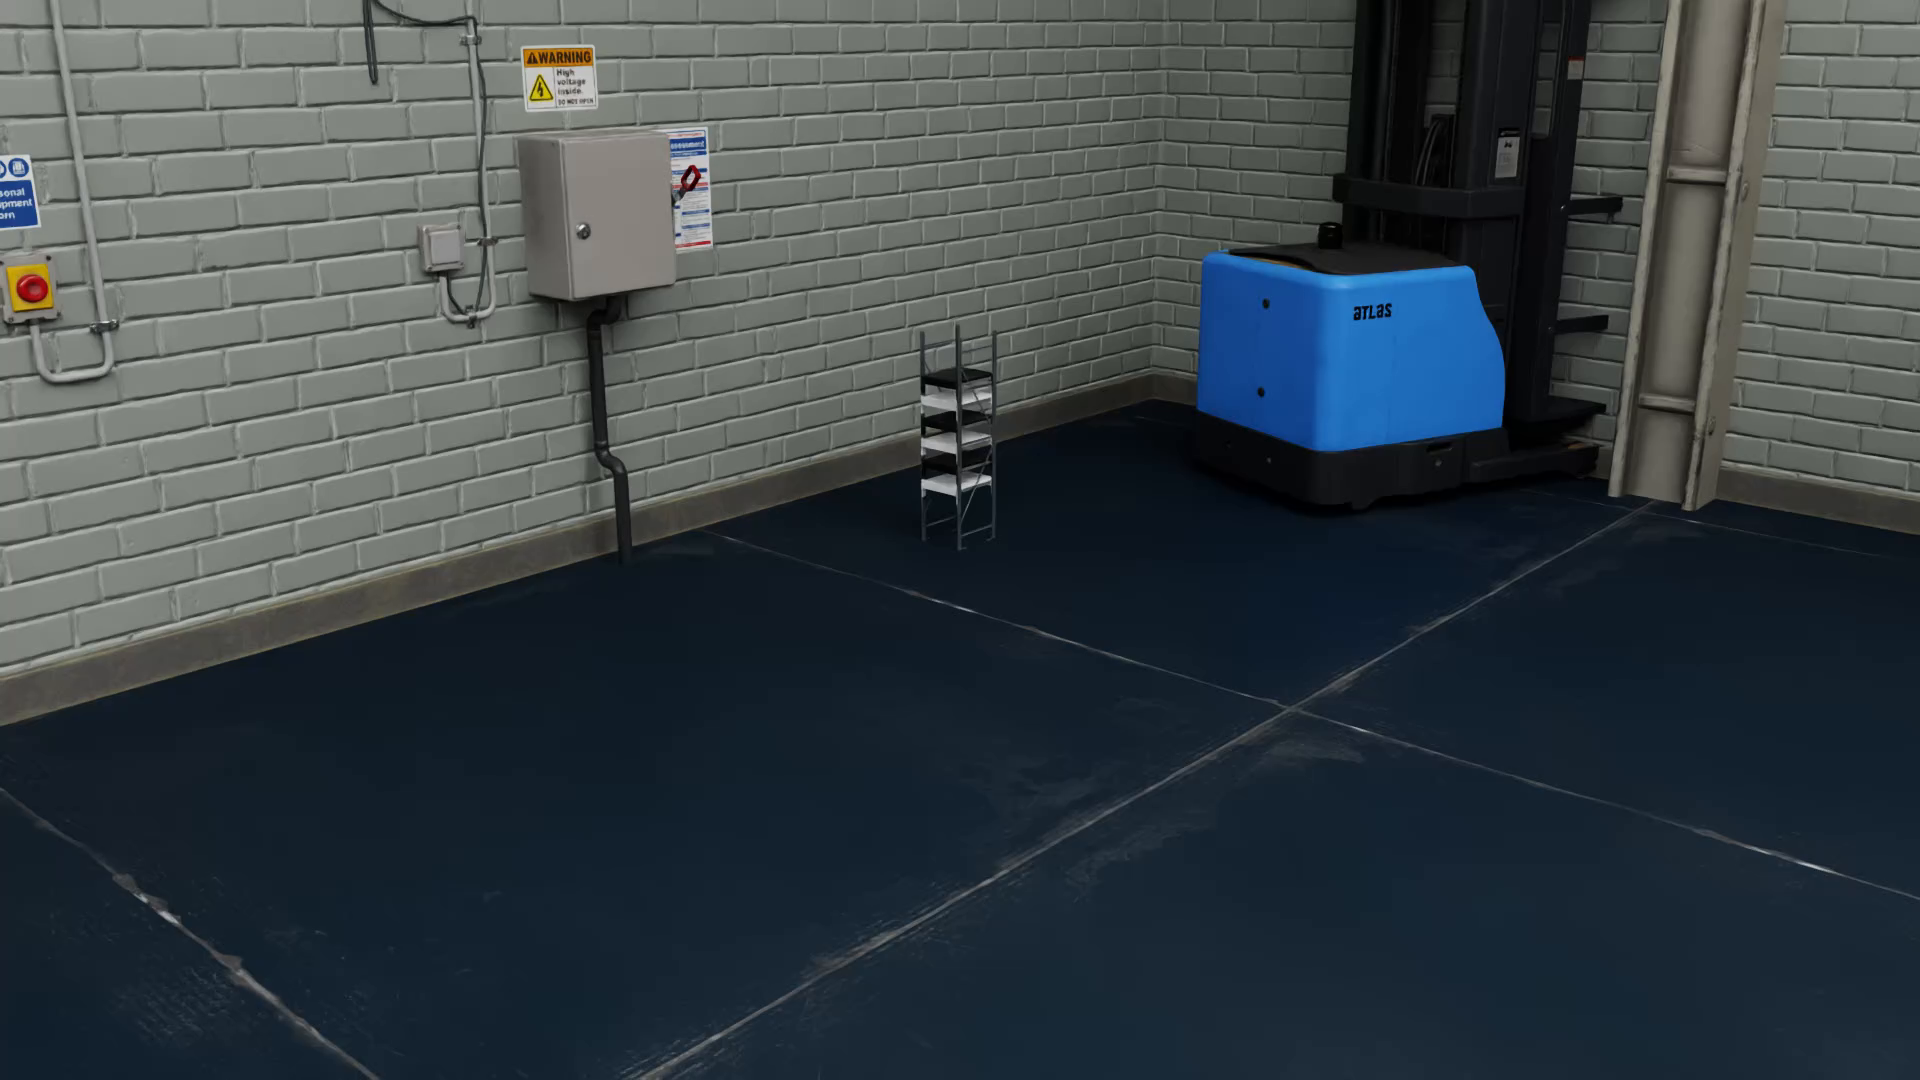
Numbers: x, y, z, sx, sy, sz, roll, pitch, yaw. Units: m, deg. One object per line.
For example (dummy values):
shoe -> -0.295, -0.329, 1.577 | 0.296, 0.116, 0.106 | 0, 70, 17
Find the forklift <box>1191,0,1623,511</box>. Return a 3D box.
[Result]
forklift -> 2.681, -1.825, 8.015 | 3.031, 2.935, 1.130 | -9, 20, -26

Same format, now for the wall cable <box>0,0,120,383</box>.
wall cable -> -2.834, -1.391, 4.804 | 0.123, 1.953, 0.585 | 15, 23, 39

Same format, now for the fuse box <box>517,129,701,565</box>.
fuse box -> -1.331, -0.723, 6.562 | 0.414, 1.711, 0.539 | 15, 23, 39

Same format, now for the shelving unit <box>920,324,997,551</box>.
shelving unit -> -0.006, -0.431, 6.981 | 0.210, 0.900, 0.258 | 15, 23, 39

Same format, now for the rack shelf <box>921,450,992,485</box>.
rack shelf -> -0.006, -0.313, 7.018 | 0.200, 0.077, 0.258 | 15, 23, 39

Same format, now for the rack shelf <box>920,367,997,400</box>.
rack shelf -> -0.006, -0.656, 6.909 | 0.200, 0.077, 0.258 | 15, 23, 39

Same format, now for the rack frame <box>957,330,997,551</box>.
rack frame -> 0.070, -0.410, 6.916 | 0.006, 0.900, 0.240 | 15, 23, 39

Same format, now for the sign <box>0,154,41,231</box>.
sign -> -2.912, -1.022, 4.925 | 0.001, 0.218, 0.327 | 15, 23, 39

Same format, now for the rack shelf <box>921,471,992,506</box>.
rack shelf -> -0.006, -0.227, 7.045 | 0.200, 0.077, 0.258 | 15, 23, 39

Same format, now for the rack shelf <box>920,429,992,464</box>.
rack shelf -> -0.006, -0.399, 6.991 | 0.200, 0.077, 0.258 | 15, 23, 39

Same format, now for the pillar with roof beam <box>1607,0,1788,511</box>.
pillar with roof beam -> 0.415, -3.519, 3.324 | 0.400, 9.000, 9.100 | 15, 23, 39

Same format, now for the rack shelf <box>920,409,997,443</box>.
rack shelf -> -0.006, -0.485, 6.964 | 0.200, 0.077, 0.258 | 15, 23, 39

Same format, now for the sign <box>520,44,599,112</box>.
sign -> -1.522, -1.760, 6.334 | 0.001, 0.242, 0.339 | 15, 23, 39

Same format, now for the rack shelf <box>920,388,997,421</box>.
rack shelf -> -0.006, -0.570, 6.936 | 0.200, 0.077, 0.258 | 15, 23, 39

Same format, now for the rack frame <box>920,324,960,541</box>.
rack frame -> -0.082, -0.451, 7.045 | 0.006, 0.900, 0.240 | 15, 23, 39

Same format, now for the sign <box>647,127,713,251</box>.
sign -> -1.158, -1.445, 6.865 | 0.001, 0.494, 0.329 | 15, 23, 39

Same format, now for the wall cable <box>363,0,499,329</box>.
wall cable -> -1.901, -1.699, 5.827 | 0.122, 1.984, 0.588 | 15, 23, 39
